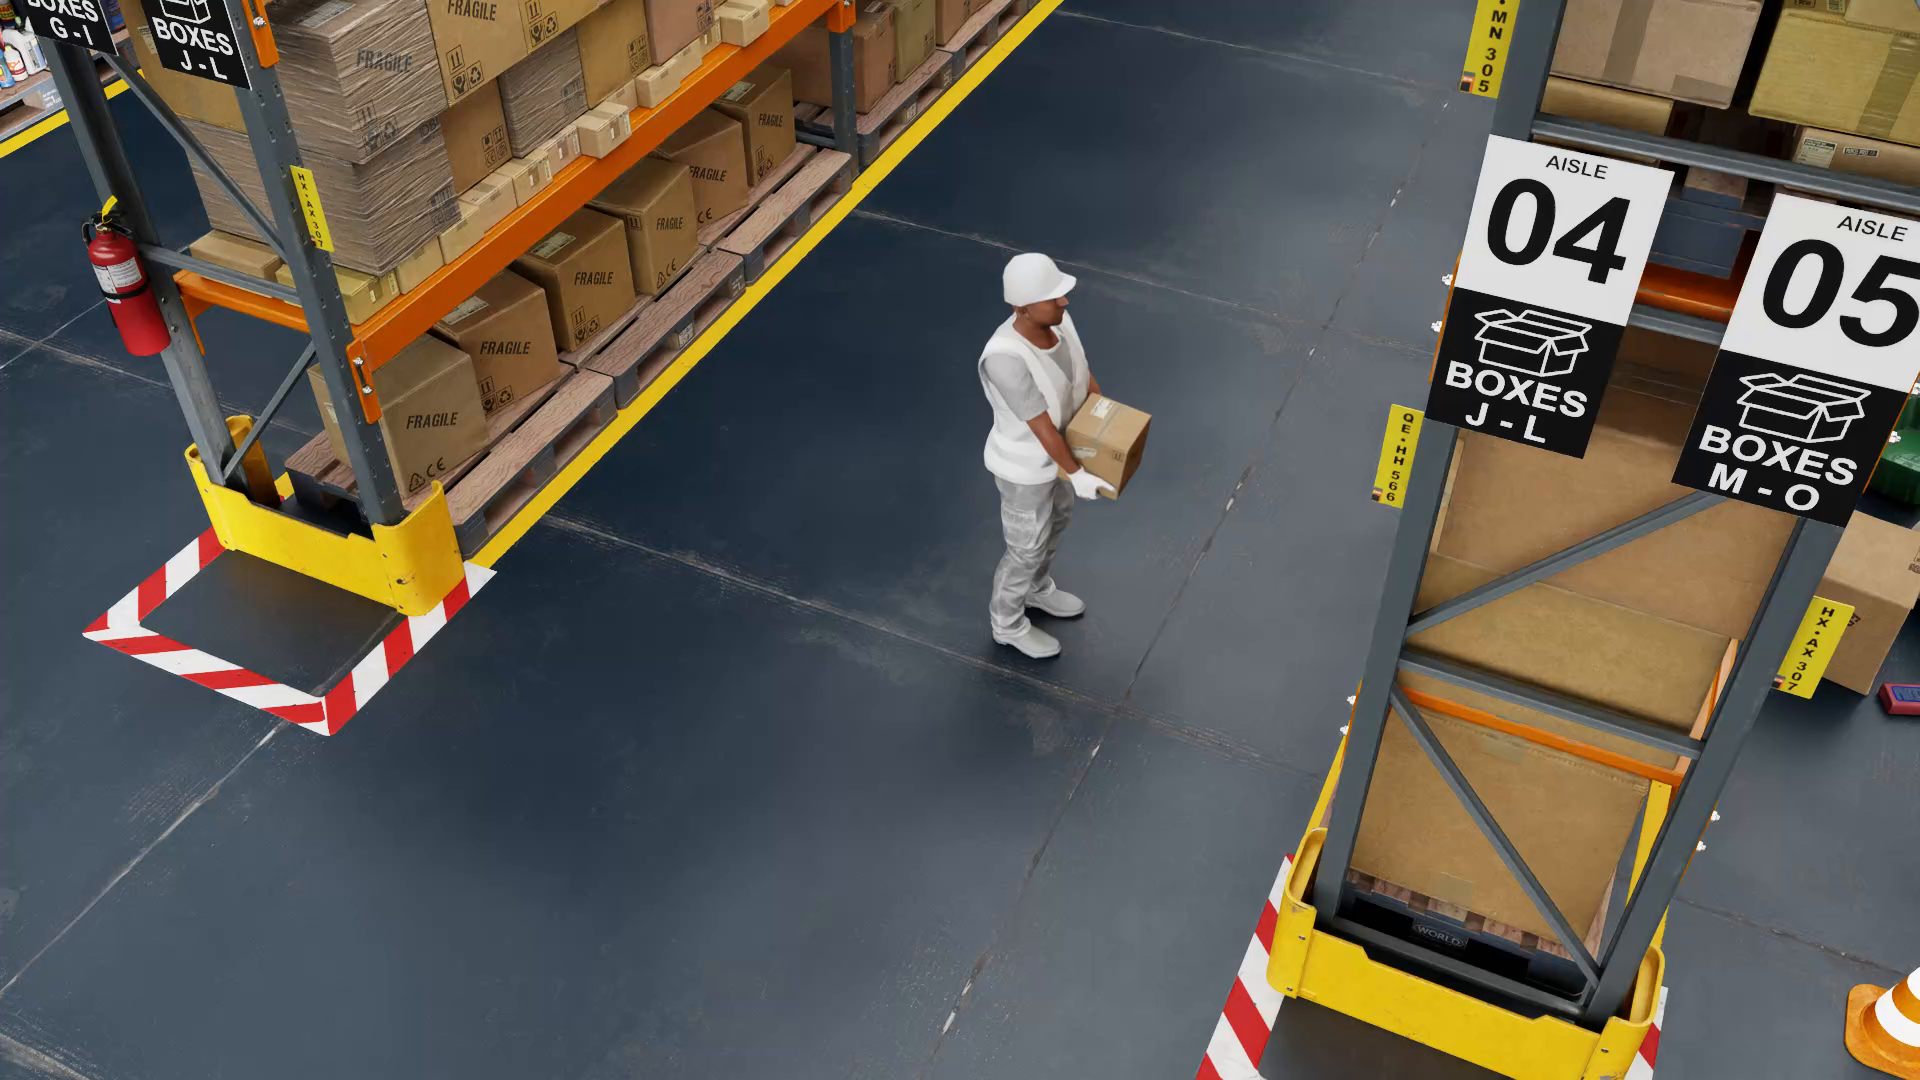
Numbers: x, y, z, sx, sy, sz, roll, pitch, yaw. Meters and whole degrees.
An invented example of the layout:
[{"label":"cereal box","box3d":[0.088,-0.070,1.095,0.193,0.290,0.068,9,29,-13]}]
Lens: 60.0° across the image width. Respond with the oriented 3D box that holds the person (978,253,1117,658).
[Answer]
[{"label":"person","box3d":[0.395,-0.302,6.486,0.580,1.779,0.488,18,45,19]}]
